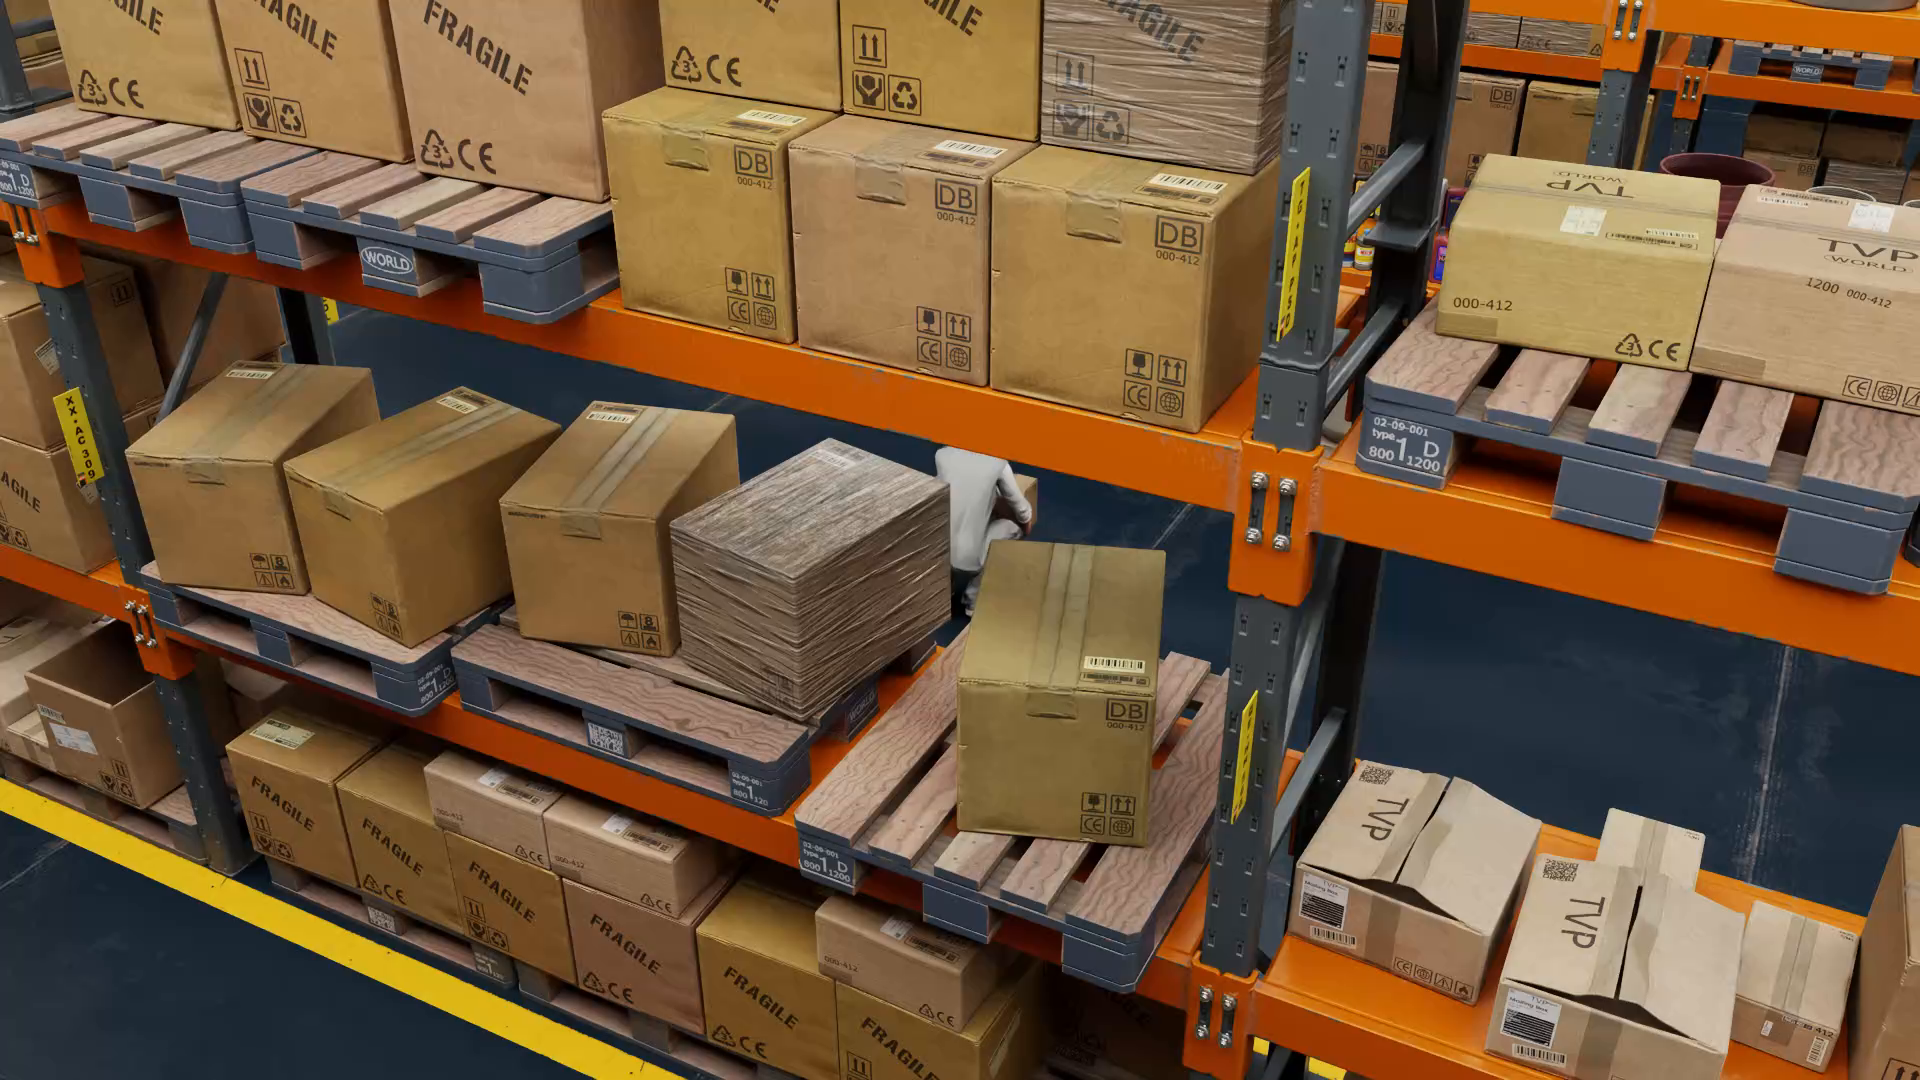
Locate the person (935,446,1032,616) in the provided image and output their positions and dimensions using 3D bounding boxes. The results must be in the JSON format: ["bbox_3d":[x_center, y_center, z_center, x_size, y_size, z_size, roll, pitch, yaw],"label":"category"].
[{"bbox_3d":[0.060,-0.115,8.054,0.452,0.875,0.814,15,34,23],"label":"person"}]
